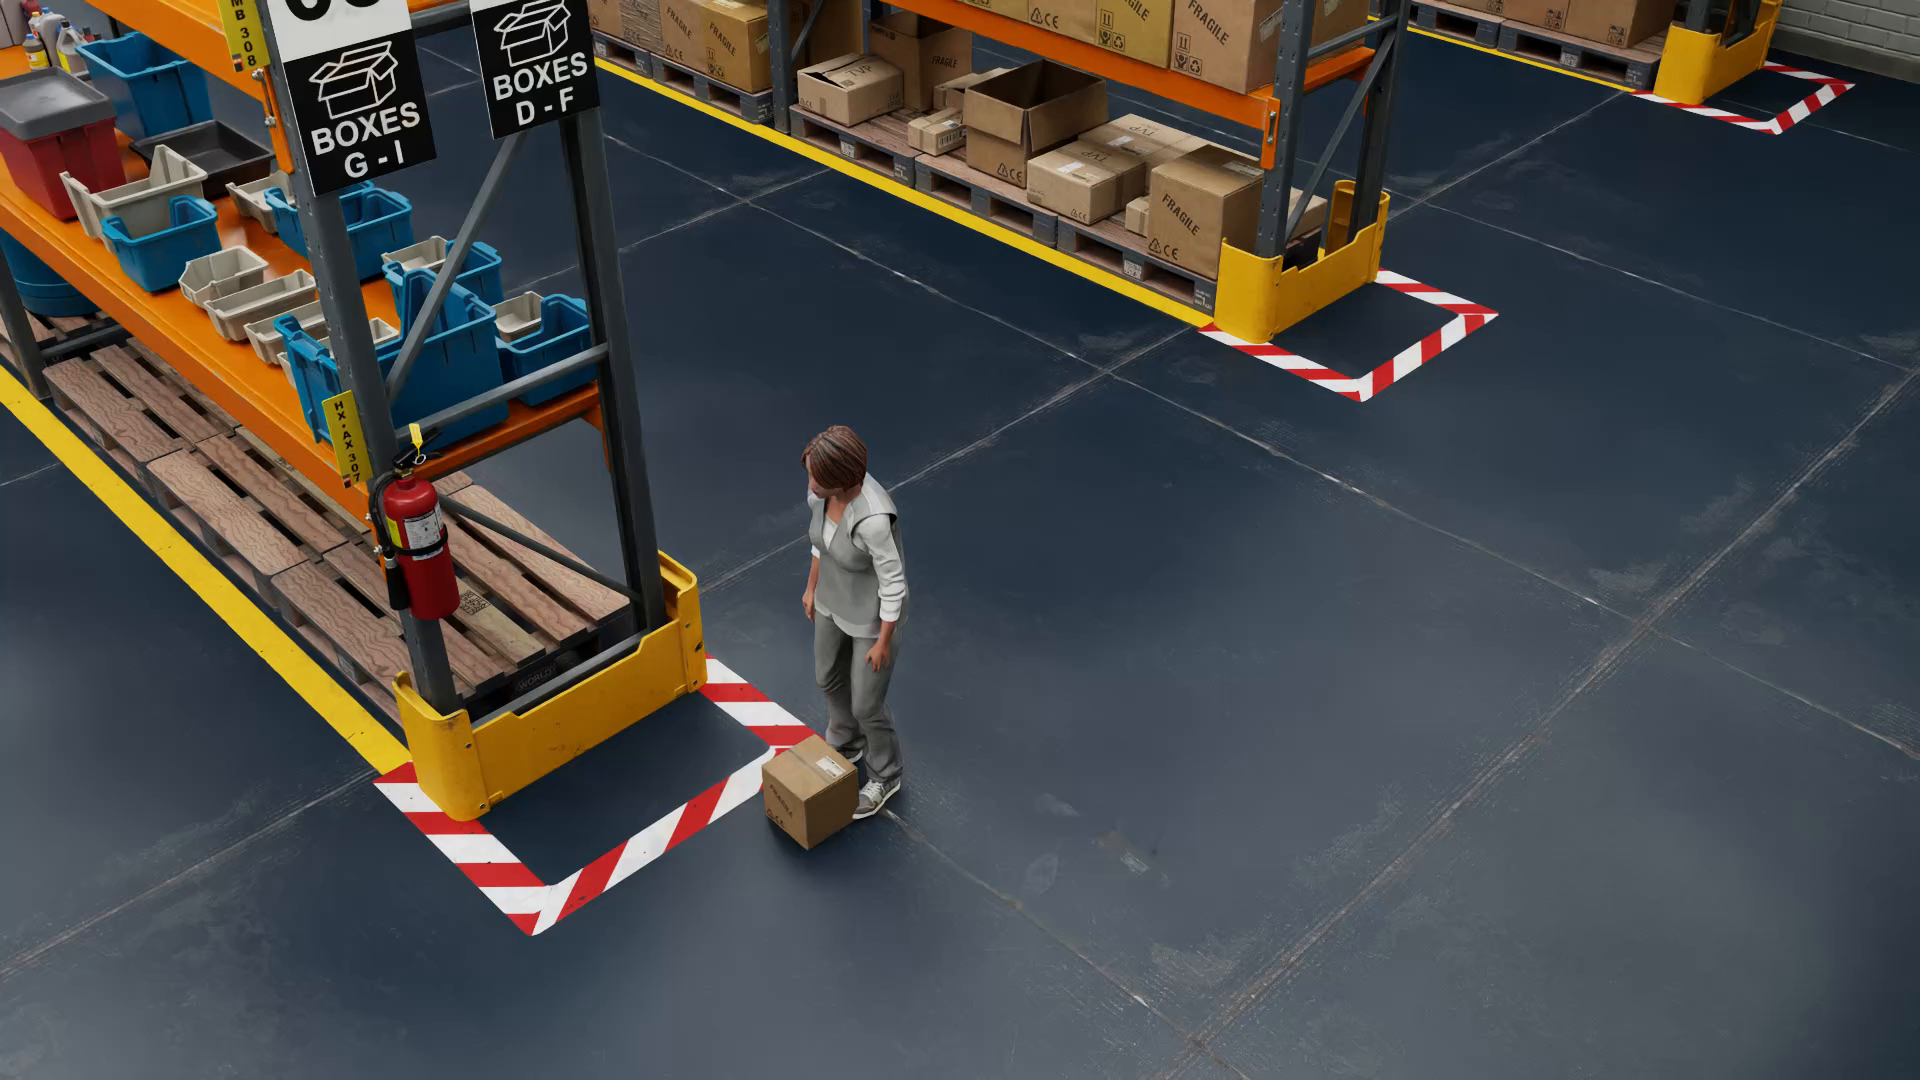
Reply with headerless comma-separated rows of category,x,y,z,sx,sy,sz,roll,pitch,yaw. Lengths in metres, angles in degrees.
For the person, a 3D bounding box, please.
person,-0.378,0.278,5.782,0.314,1.582,0.453,-27,44,-32
